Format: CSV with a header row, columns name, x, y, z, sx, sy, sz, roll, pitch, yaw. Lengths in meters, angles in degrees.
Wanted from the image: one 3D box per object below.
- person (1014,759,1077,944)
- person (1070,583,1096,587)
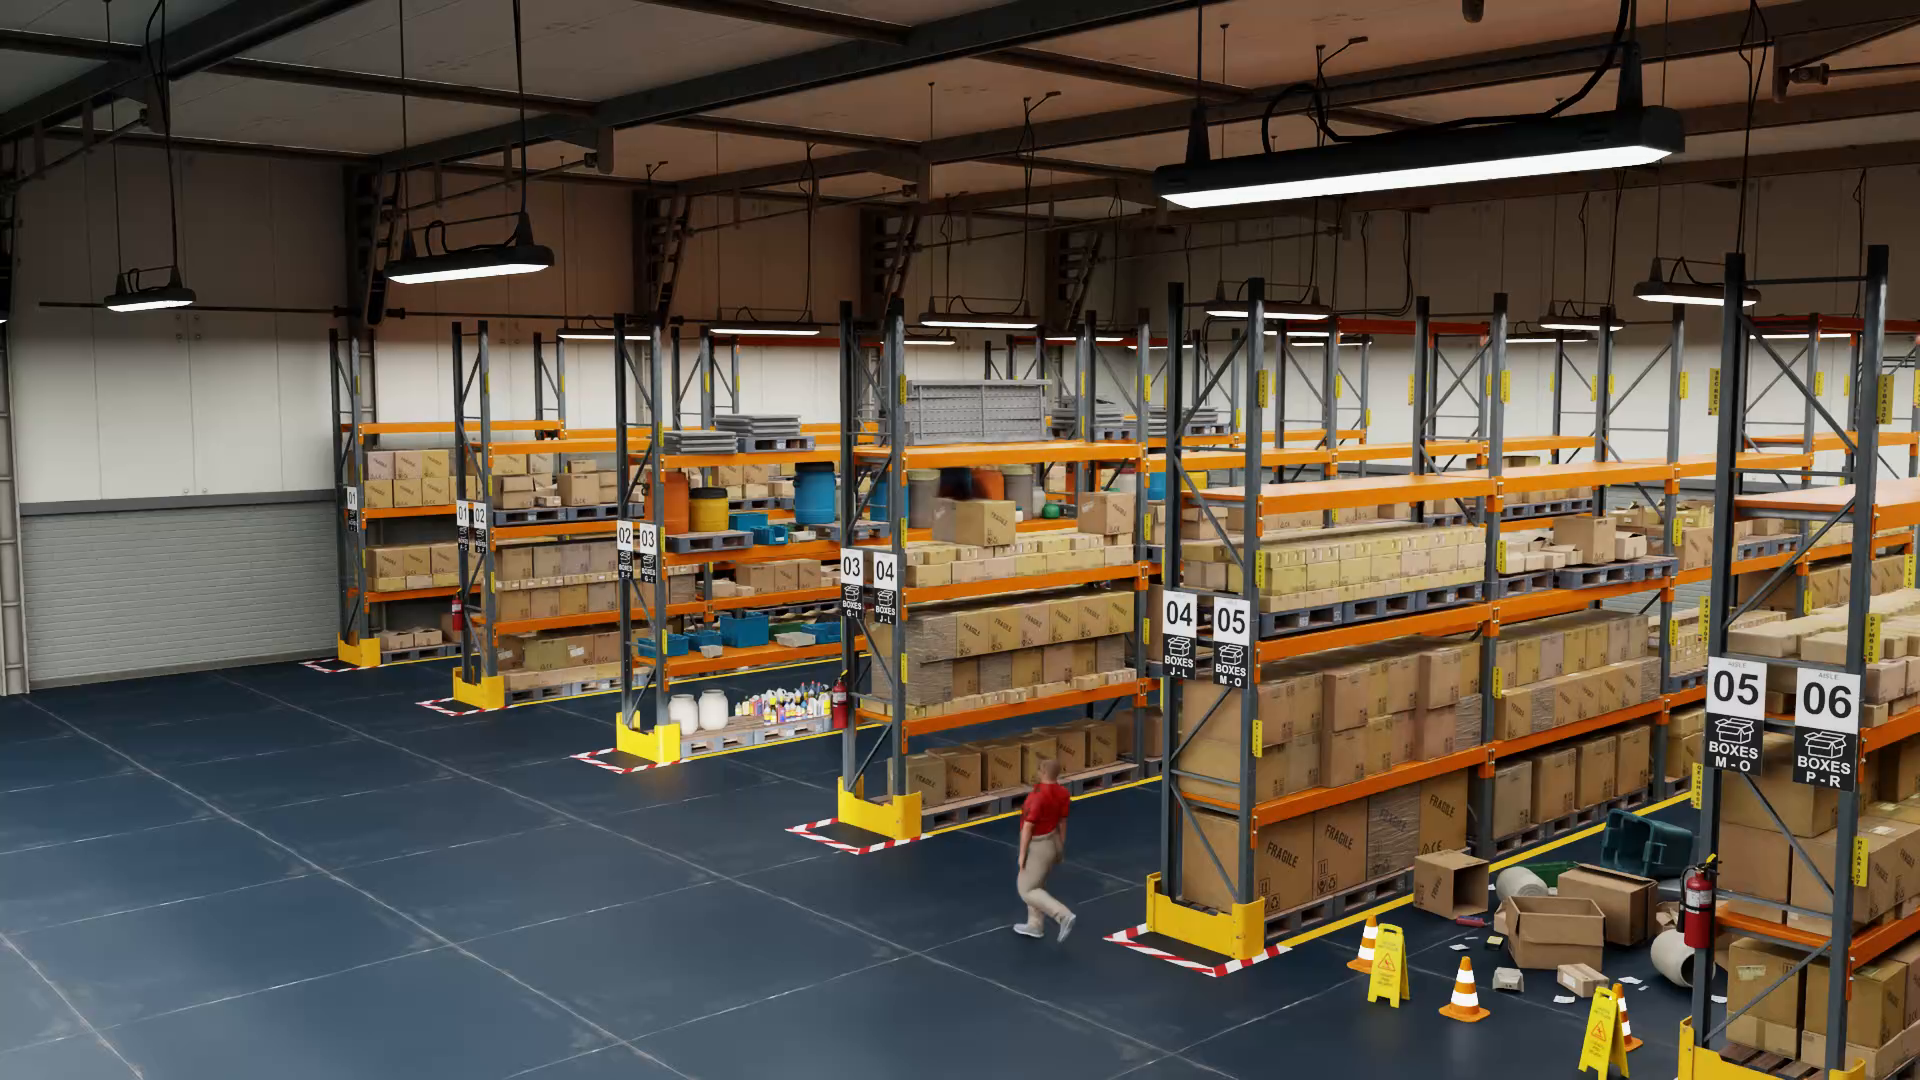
name,x,y,z,sx,sy,sz,roll,pitch,yaw
person,0.761,2.819,15.105,0.711,1.699,0.529,2,6,23
person,2.394,1.149,31.727,0.599,1.805,0.557,-3,6,-29
